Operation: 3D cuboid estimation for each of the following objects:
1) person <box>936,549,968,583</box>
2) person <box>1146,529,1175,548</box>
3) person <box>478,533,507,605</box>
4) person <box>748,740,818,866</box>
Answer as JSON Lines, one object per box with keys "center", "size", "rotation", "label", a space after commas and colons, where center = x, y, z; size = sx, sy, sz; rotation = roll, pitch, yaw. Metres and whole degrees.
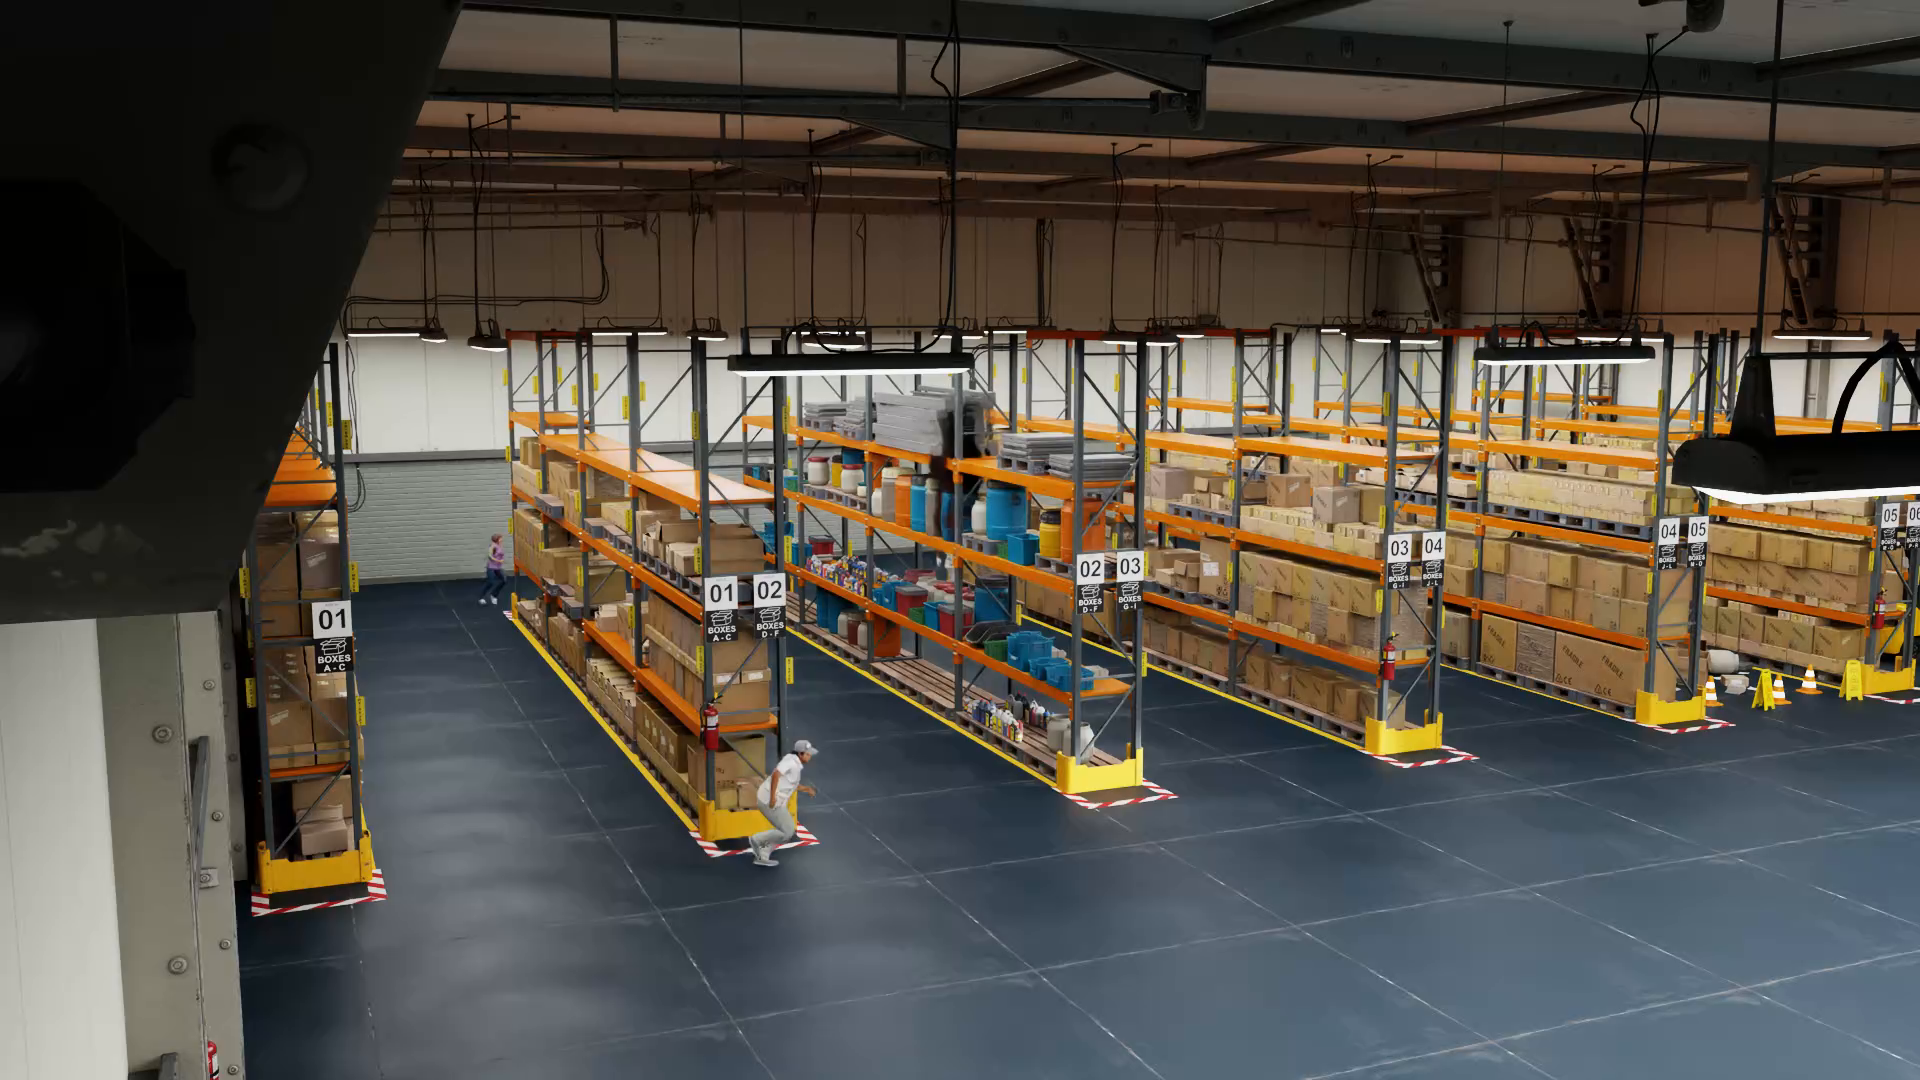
{"center": [-0.089, 0.615, 35.876], "size": [0.666, 1.698, 0.731], "rotation": [-5, 9, -33], "label": "person"}
{"center": [4.344, 0.535, 36.438], "size": [0.719, 1.653, 0.981], "rotation": [-2, 8, -17], "label": "person"}
{"center": [-10.172, 0.626, 36.339], "size": [0.627, 1.547, 0.609], "rotation": [2, 8, 18], "label": "person"}
{"center": [-2.023, 3.033, 19.030], "size": [0.812, 1.494, 0.634], "rotation": [0, 8, -2], "label": "person"}
